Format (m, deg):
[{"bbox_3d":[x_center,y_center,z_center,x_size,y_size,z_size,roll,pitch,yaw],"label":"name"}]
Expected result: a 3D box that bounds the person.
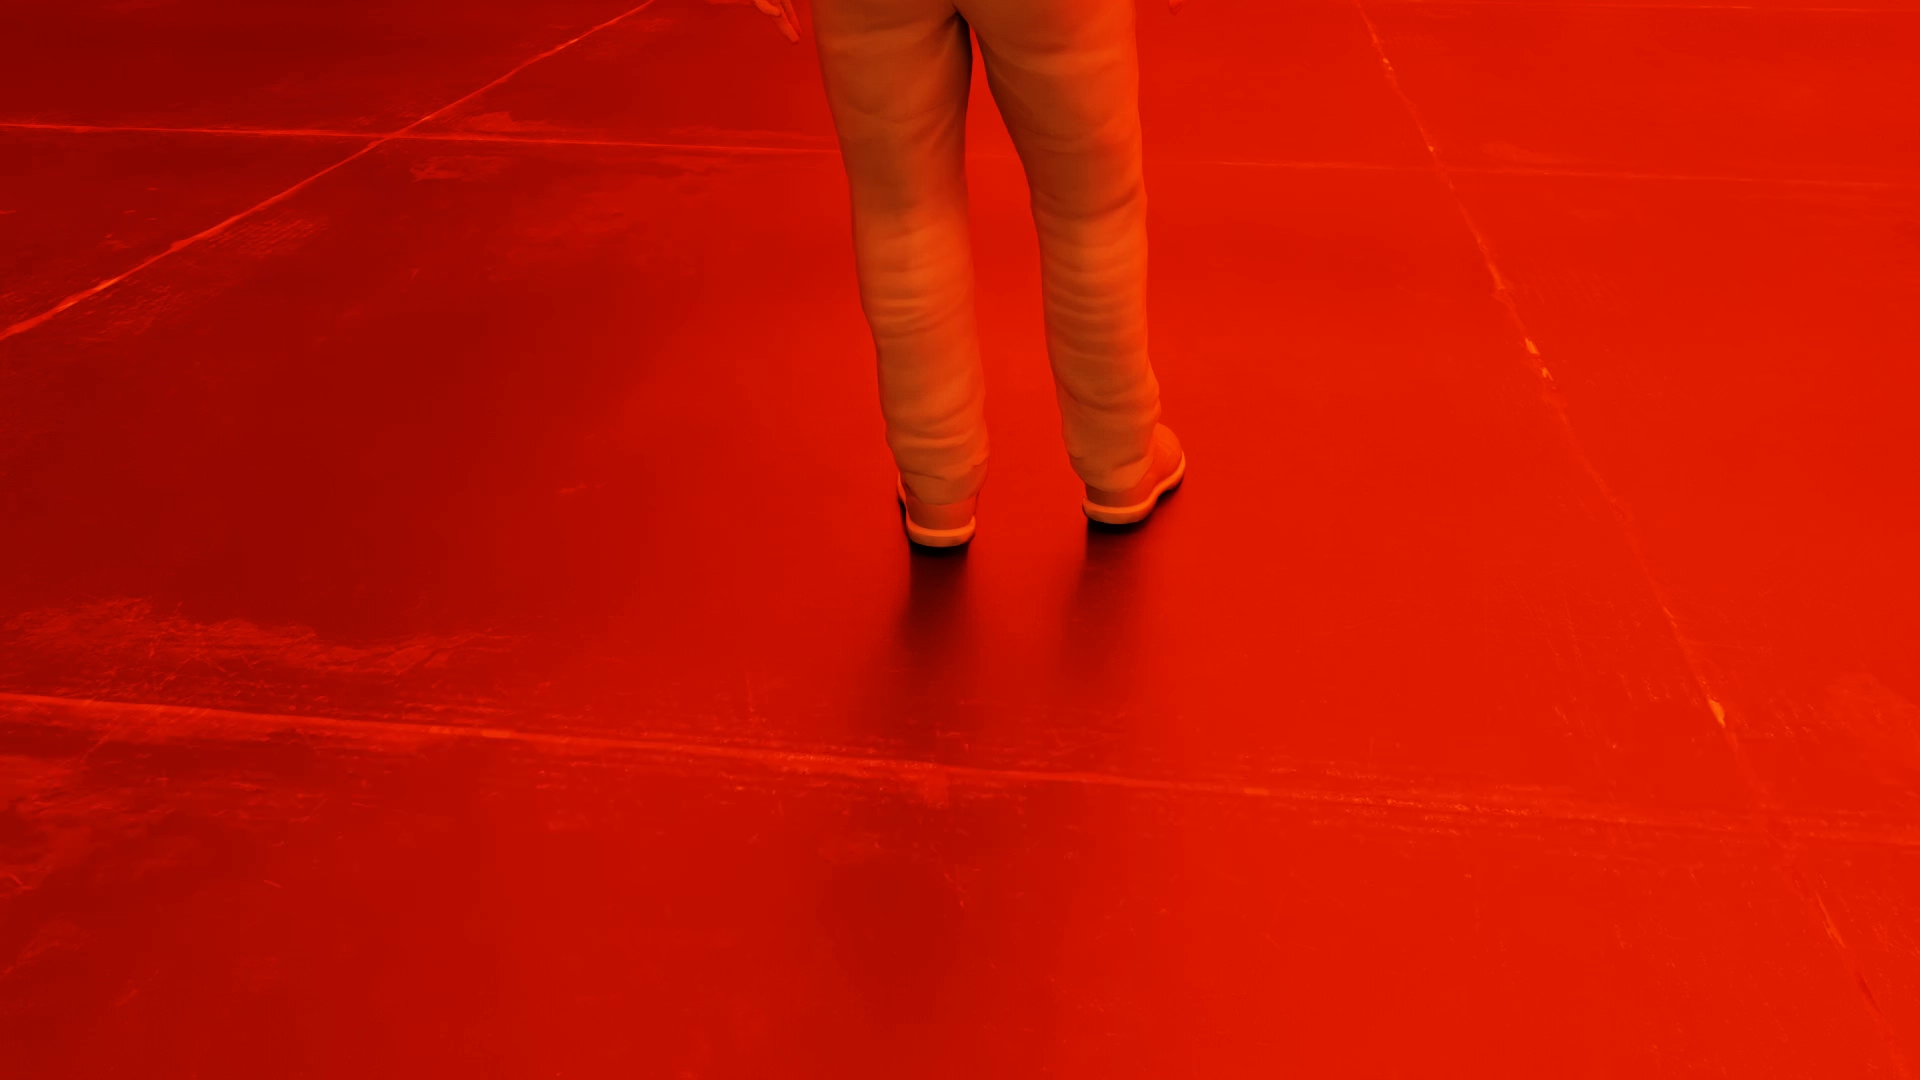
[{"bbox_3d":[0.022,-0.837,2.166,0.640,1.781,0.575,3,27,7],"label":"person"}]
